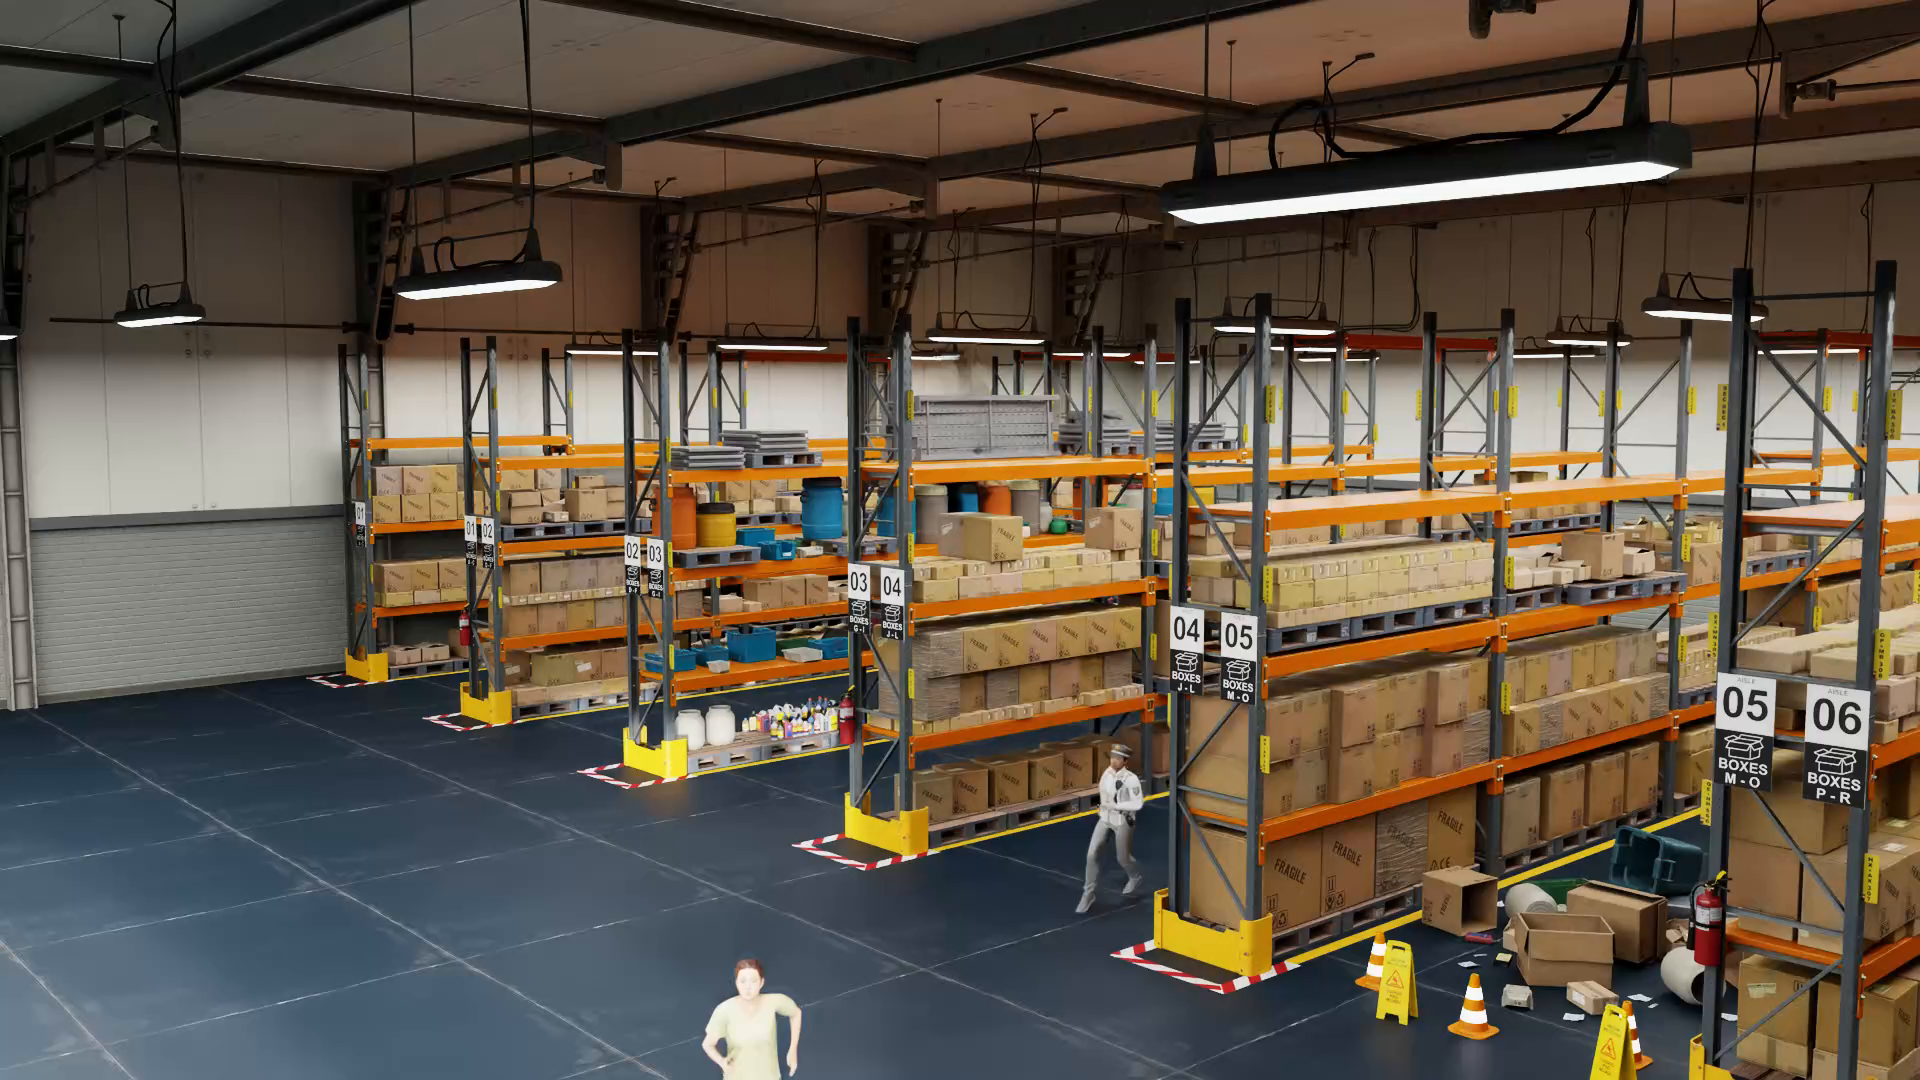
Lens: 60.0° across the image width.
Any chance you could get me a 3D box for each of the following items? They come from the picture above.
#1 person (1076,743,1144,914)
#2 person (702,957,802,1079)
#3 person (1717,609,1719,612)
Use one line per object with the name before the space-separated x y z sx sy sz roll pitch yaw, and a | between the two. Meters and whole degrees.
person | 1.594 2.852 16.609 0.631 1.718 0.895 5 7 44
person | -1.294 3.424 10.381 0.608 1.708 0.922 0 5 -4
person | 12.029 1.951 26.185 0.872 1.823 0.608 -4 6 -38
